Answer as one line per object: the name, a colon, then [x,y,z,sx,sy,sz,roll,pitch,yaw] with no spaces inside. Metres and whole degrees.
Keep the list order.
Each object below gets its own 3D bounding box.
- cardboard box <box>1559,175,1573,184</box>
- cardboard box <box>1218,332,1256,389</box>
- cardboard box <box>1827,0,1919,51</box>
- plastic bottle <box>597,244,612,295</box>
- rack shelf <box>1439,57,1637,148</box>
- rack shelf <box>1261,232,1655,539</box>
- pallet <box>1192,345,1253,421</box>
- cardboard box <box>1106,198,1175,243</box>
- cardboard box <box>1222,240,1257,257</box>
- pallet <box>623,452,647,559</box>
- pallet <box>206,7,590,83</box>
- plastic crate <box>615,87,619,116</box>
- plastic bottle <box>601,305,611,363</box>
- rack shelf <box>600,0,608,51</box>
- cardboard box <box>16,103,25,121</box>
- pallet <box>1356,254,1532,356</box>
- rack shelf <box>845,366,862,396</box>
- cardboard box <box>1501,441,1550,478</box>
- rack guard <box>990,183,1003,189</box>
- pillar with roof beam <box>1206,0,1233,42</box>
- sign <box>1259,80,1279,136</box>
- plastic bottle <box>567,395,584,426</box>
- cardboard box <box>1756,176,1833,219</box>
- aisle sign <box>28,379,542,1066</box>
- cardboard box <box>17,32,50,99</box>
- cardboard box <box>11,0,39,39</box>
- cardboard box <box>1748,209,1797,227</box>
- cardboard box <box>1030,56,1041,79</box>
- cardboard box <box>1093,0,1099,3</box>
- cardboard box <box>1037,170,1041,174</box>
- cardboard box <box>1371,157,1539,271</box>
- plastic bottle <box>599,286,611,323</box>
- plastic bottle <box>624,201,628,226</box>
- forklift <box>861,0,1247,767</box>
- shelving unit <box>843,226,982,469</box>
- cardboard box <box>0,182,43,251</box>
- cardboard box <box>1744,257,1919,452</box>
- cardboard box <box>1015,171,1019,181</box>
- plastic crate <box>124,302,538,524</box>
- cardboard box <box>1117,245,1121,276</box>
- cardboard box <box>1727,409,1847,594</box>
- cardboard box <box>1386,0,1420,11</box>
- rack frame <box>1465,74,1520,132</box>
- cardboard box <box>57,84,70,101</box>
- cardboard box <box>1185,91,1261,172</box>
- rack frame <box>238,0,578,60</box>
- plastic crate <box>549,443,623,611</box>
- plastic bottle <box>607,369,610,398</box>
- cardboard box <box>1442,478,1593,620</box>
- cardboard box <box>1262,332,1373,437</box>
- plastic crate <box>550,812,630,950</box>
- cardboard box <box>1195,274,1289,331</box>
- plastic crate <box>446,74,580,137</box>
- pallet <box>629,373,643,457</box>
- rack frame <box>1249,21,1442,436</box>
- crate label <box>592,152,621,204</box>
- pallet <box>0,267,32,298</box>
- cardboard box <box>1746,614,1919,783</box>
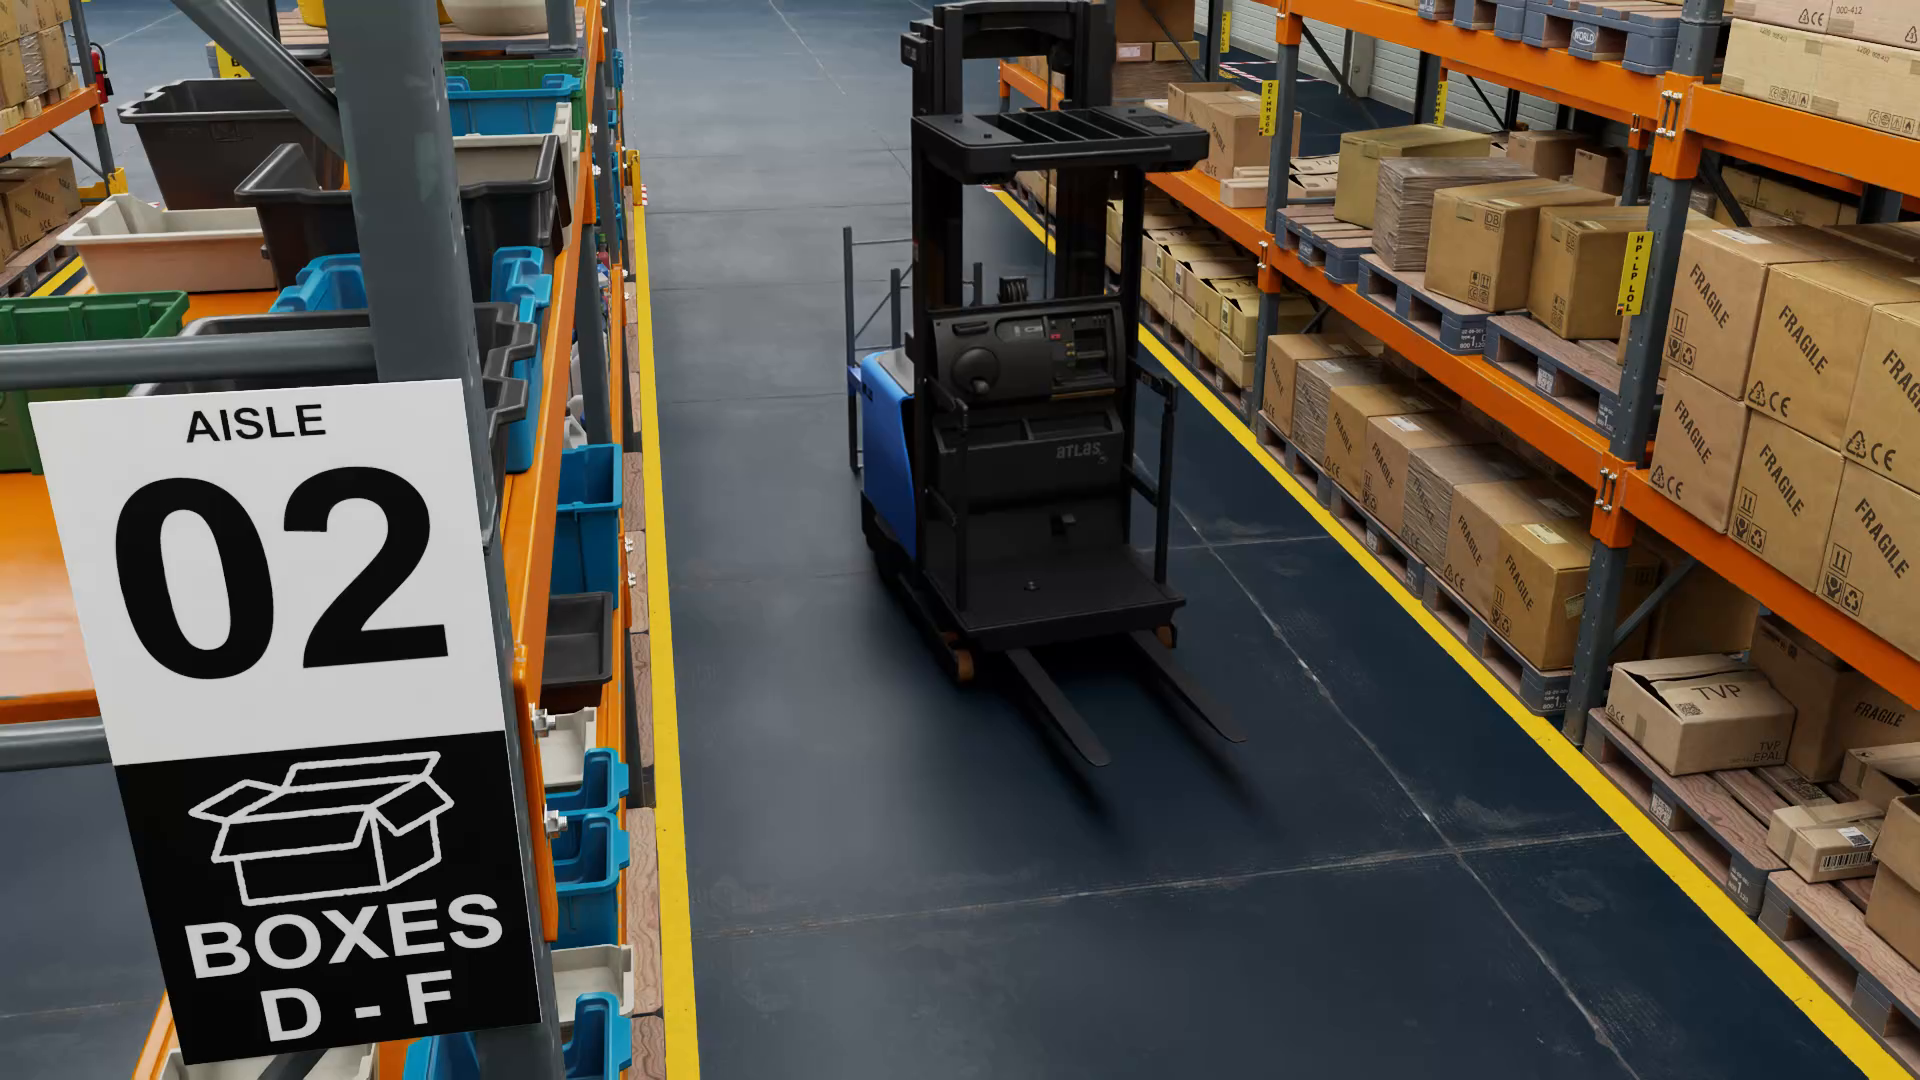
cardboard box: [6.253,-3.576,16.703,0.380,0.149,0.250,-6,24,-14]
cardboard box: [2.064,-1.230,11.230,0.500,0.250,0.500,-4,24,-8]
cardboard box: [3.081,-1.664,5.128,0.500,0.250,0.500,-4,24,-10]
plastic bottle: [-1.931,-1.472,9.019,0.061,0.283,0.133,-4,24,-10]
rack shelf: [6.159,-4.507,16.722,1.077,0.370,4.000,-4,24,-10]
rack shelf: [2.771,-0.993,8.674,1.077,0.370,4.000,-4,24,-10]
pallet: [2.287,-1.158,11.637,1.003,0.211,1.213,-4,24,-10]
cardboard box: [1.493,-2.691,13.873,0.500,0.311,0.500,-4,24,-10]
cardboard box: [2.300,-2.135,12.601,0.500,0.311,0.500,-5,24,-10]
pallet: [-2.281,-0.159,9.350,1.003,0.211,1.213,-4,24,-10]
pallet: [-1.969,-1.760,6.020,1.213,0.211,1.003,-4,24,-10]
plastic crate: [-3.181,-3.775,14.410,0.450,0.188,0.662,-4,24,-10]
plastic bottle: [-1.703,-0.988,7.910,0.061,0.283,0.133,-4,24,-10]
rack shelf: [-2.837,-3.575,10.840,1.077,0.370,4.000,-4,24,-10]
cardboard box: [-8.200,-3.626,14.119,0.380,0.149,0.250,-4,24,-10]
pallet: [2.765,-1.256,8.619,1.003,0.211,1.213,-4,24,-10]
rack shelf: [-0.282,-0.804,9.667,0.538,0.185,1.000,-7,25,-16]
cardboard box: [3.096,-0.206,8.548,0.500,0.500,0.500,-4,24,-9]
rack guard: [0.917,-4.120,18.058,1.175,0.500,0.348,-4,24,-10]
pillar with roof beam: [0.319,-12.563,26.772,9.100,9.000,0.400,-4,24,-10]
sign: [1.856,-2.597,10.002,0.100,0.325,0.005,-4,24,-10]
plastic bottle: [-1.507,-0.468,6.728,0.152,0.276,0.135,-4,24,-10]
cardboard box: [6.866,-2.785,13.514,0.500,0.250,0.500,-5,24,-11]
aisle sign: [-0.683,0.218,1.755,0.394,0.787,0.004,-4,24,-10]
cardboard box: [-8.479,-4.100,14.394,0.875,0.500,0.500,-4,24,-10]
cardboard box: [-8.282,-4.573,14.227,0.500,0.500,0.500,-4,24,-10]
cardboard box: [6.881,-2.415,13.605,0.700,0.500,0.500,-4,24,-9]
cardboard box: [1.097,-4.911,16.621,0.700,0.500,0.500,-4,24,-8]
cardboard box: [1.479,-4.695,14.507,0.700,0.500,0.500,-4,24,-10]
cardboard box: [1.002,-3.912,16.433,0.500,0.500,0.500,-4,24,-10]
cardboard box: [2.610,-1.734,8.823,0.700,0.500,0.500,0,24,0]
plastic bottle: [-1.837,-1.196,8.490,0.097,0.201,0.097,0,24,0]
plastic bottle: [-3.131,-2.998,15.221,0.152,0.276,0.135,-5,24,-11]
forklift: [0.395,-0.854,7.544,1.130,2.935,3.031,-7,25,-16]
shelving unit: [-0.282,-0.969,9.595,0.538,1.500,1.048,-7,25,-16]
cardboard box: [-8.474,-2.844,14.612,0.500,0.500,0.500,-2,24,-5]
cardboard box: [3.047,-0.631,5.572,0.500,0.500,0.500,-5,24,-11]
cardboard box: [0.802,-3.961,17.482,0.500,0.250,0.500,-4,24,-10]
plastic crate: [-0.785,-0.084,2.110,0.497,0.269,0.590,-4,24,-10]
cardboard box: [1.586,-2.237,13.534,0.500,0.250,0.500,-4,24,-8]
cardboard box: [3.065,-0.160,5.743,0.500,0.500,0.500,-4,24,-9]
cardboard box: [2.705,-2.955,8.396,0.910,0.500,0.500,-4,24,-10]
rack frame: [5.789,-5.624,18.379,1.000,3.000,0.127,-4,24,-10]
cardboard box: [-8.416,-4.119,15.248,0.380,0.149,0.250,-4,24,-10]
cardboard box: [1.978,-3.021,12.294,0.500,0.500,0.500,-4,24,-10]
rack frame: [-1.728,-2.920,4.692,1.000,3.000,0.127,-4,24,-10]
plastic crate: [-1.306,-0.032,5.521,0.392,0.384,0.575,-4,24,-10]
plastic bottle: [-1.605,-0.702,7.357,0.097,0.201,0.097,0,24,0]
cardboard box: [2.685,0.040,7.983,0.500,0.500,0.500,-4,24,-10]
cardboard box: [2.204,-0.965,10.285,0.500,0.500,0.500,-3,24,-7]
plastic crate: [-0.954,0.813,3.776,0.416,0.233,0.300,-4,24,-10]
cardboard box: [1.960,-1.690,11.582,0.500,0.311,0.500,-5,24,-11]
plastic crate: [-1.246,-1.134,4.560,0.416,0.233,0.300,-4,24,-10]
pallet: [-2.573,-0.774,10.757,1.003,0.211,1.213,-4,24,-10]
rack frame: [2.401,-2.109,10.331,1.000,3.000,0.127,-4,24,-10]
crate label: [-2.385,-2.171,10.429,0.502,0.435,0.616,-4,24,-10]
pallet: [-8.234,-1.934,13.415,1.003,0.211,1.213,-4,24,-10]
cardboard box: [3.525,0.611,6.676,0.500,0.500,0.500,-4,24,-10]
